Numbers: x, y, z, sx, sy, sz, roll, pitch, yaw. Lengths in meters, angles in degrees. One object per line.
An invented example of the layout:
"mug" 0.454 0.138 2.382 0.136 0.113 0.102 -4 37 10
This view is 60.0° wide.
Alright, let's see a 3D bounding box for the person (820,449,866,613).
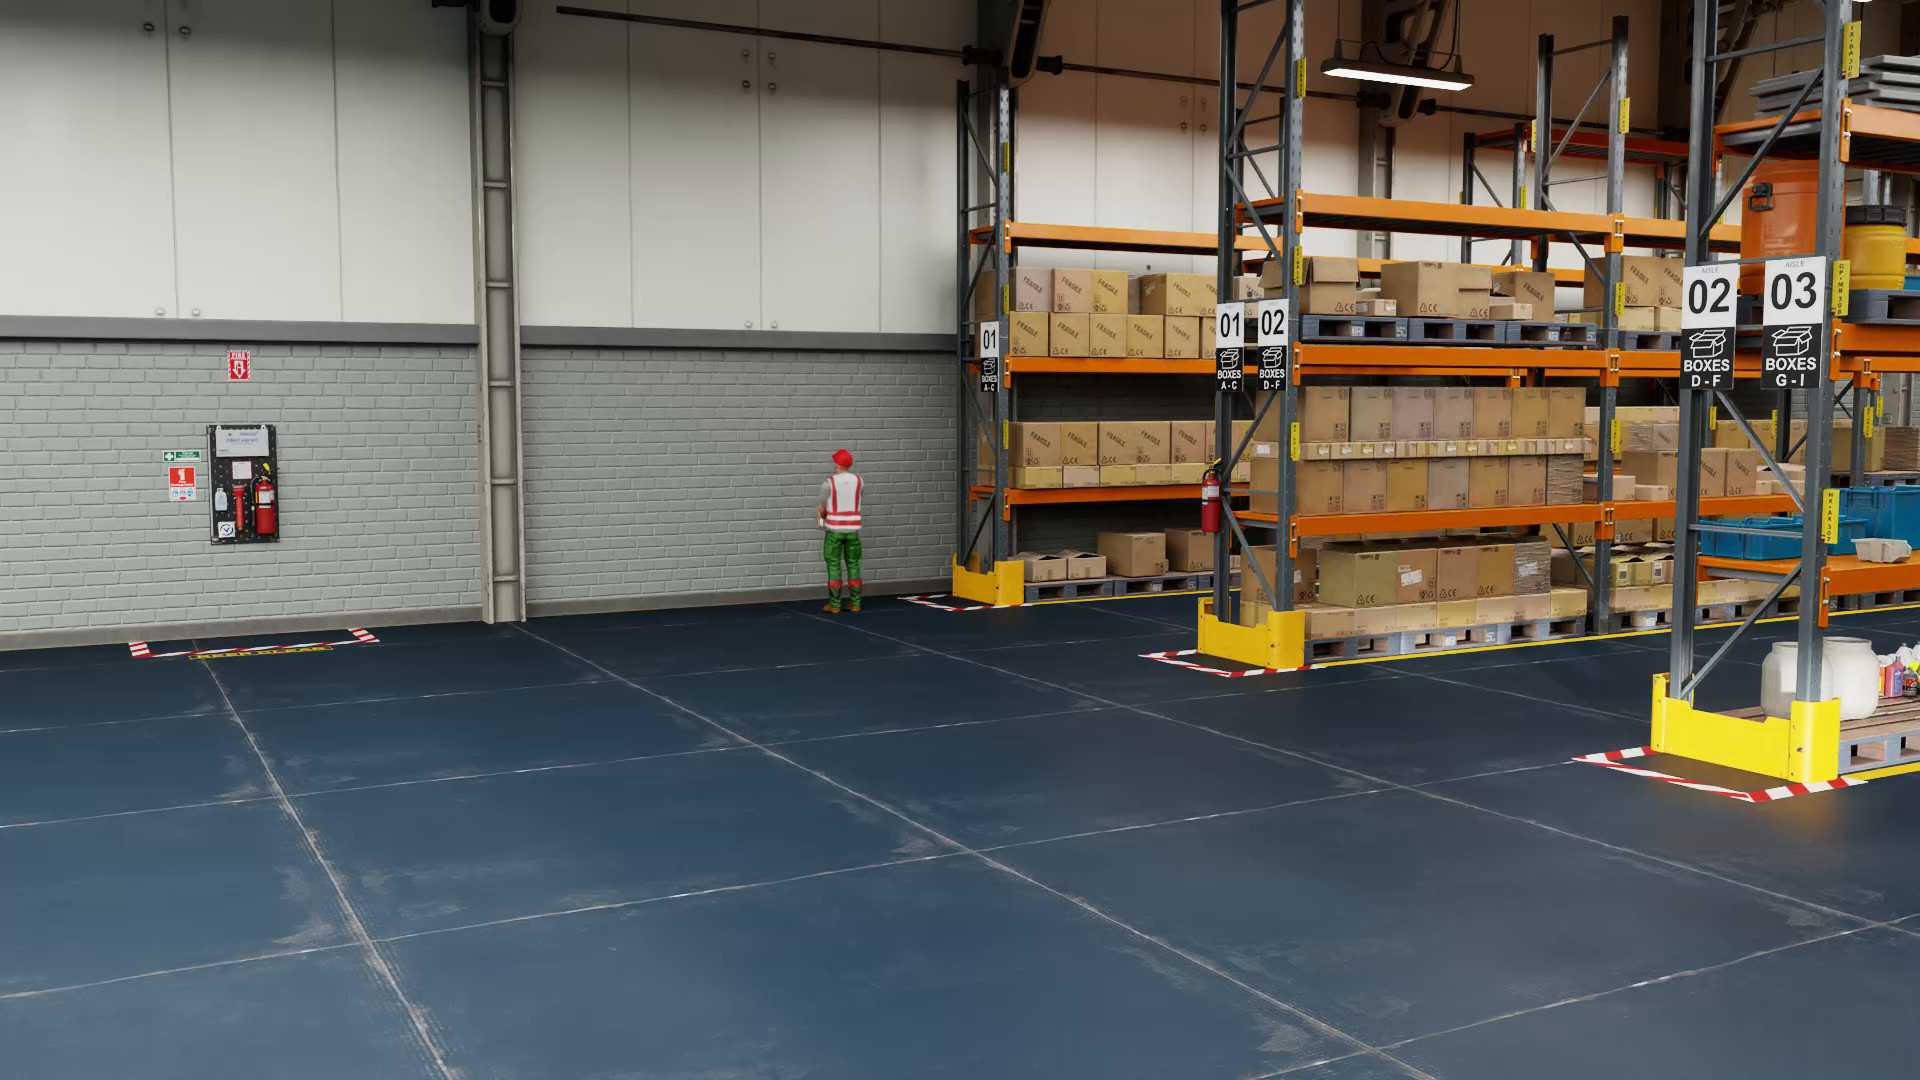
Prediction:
"person" -1.318 -0.110 18.303 0.506 1.792 0.556 -2 5 -21
